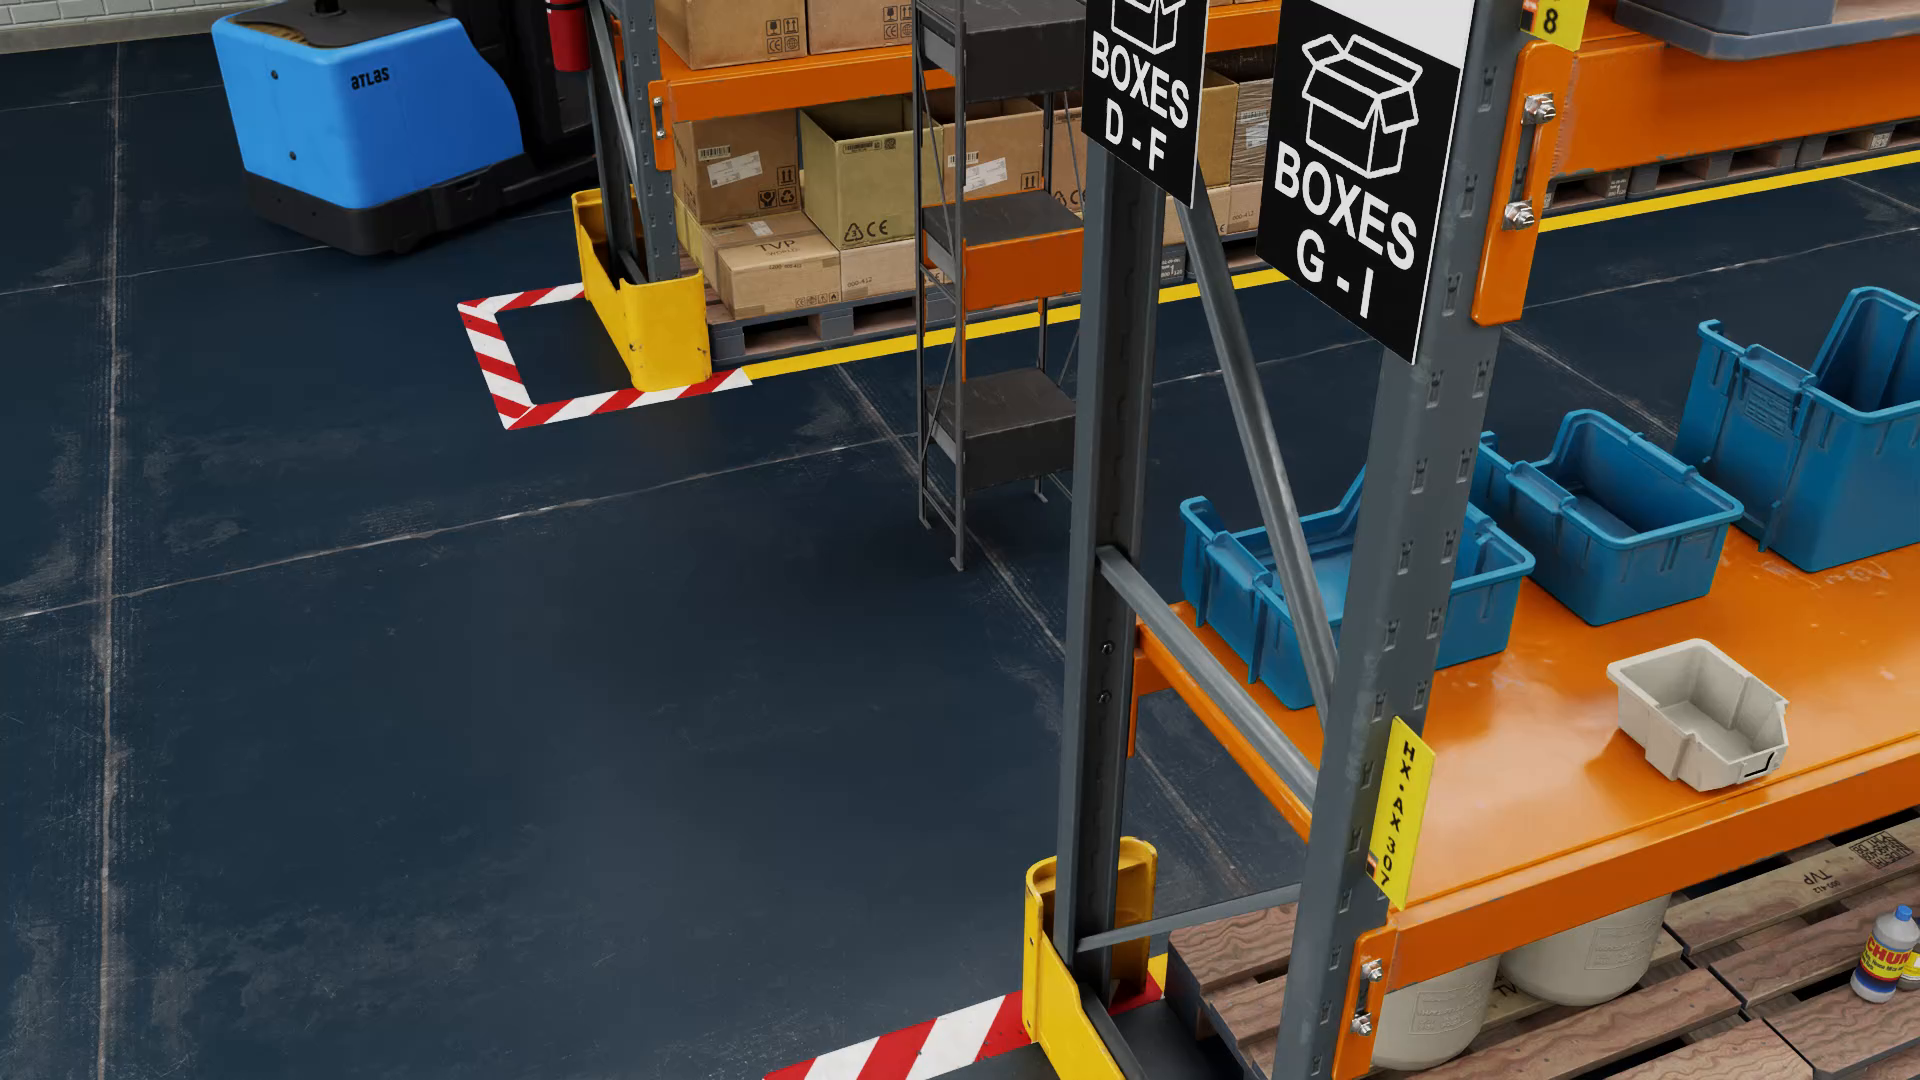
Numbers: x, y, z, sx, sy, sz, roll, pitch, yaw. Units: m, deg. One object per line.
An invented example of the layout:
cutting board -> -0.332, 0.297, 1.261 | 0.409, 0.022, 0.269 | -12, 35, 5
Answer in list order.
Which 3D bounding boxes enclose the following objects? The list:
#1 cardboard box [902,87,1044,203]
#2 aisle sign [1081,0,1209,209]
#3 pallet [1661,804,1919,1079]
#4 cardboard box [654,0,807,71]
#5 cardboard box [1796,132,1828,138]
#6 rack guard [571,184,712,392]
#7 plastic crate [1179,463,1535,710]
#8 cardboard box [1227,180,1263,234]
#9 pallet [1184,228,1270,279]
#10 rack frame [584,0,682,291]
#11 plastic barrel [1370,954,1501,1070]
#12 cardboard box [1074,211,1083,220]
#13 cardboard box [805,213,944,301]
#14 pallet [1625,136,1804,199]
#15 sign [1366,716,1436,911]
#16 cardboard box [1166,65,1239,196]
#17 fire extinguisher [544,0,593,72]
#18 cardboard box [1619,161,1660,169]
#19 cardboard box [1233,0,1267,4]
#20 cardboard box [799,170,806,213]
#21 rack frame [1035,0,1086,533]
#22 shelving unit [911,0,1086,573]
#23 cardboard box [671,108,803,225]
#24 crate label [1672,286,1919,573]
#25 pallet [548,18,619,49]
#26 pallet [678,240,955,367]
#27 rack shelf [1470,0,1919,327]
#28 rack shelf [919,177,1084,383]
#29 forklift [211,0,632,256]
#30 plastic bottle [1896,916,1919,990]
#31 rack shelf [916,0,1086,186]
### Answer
cardboard box -> 0.057, -1.782, 7.687 | 0.500, 0.500, 0.500 | -13, 35, -19
aisle sign -> 0.293, -0.957, 2.586 | 0.004, 0.787, 0.394 | -13, 35, -19
pallet -> 2.400, 0.972, 4.563 | 1.213, 0.211, 1.003 | -13, 35, -19
cardboard box -> -1.005, -2.359, 7.033 | 0.500, 0.500, 0.700 | -13, 35, -19
cardboard box -> 4.607, -2.488, 9.460 | 0.500, 0.250, 0.500 | -12, 35, -18
rack guard -> -1.462, -1.172, 7.592 | 0.348, 0.500, 1.175 | -13, 35, -19
plastic crate -> 0.820, 0.073, 3.523 | 0.616, 0.251, 0.499 | -13, 35, -19
cardboard box -> 1.440, -1.784, 8.378 | 0.500, 0.250, 0.500 | -13, 35, -19
pallet -> 1.499, -1.754, 8.751 | 1.213, 0.211, 1.003 | -13, 35, -19
rack frame -> -1.440, -2.225, 6.919 | 0.127, 3.000, 1.000 | -13, 35, -19
plastic barrel -> 1.051, 0.956, 3.926 | 0.421, 0.512, 0.421 | 0, 33, 0
cardboard box -> 0.524, -1.565, 8.041 | 0.500, 0.250, 0.500 | -13, 35, -19
cardboard box -> -0.400, -1.357, 7.721 | 0.500, 0.250, 0.500 | -13, 35, -19
pallet -> 4.039, -2.335, 9.645 | 1.213, 0.211, 1.003 | -13, 35, -19
sign -> 0.683, 0.429, 2.587 | 0.005, 0.325, 0.100 | -13, 35, -19
cardboard box -> 0.980, -1.992, 8.010 | 0.500, 0.500, 0.500 | -13, 35, -19
fire extinguisher -> -1.729, -2.401, 7.260 | 0.183, 0.674, 0.296 | -13, 35, -19
cardboard box -> 3.664, -2.271, 9.126 | 0.500, 0.250, 0.500 | -14, 36, -20
cardboard box -> 1.358, -2.900, 7.864 | 0.500, 0.500, 0.700 | -13, 35, -19
cardboard box -> -0.604, -1.621, 8.128 | 0.500, 0.250, 0.500 | -13, 35, -19
rack frame -> 0.378, -0.967, 5.810 | 0.015, 2.100, 0.400 | -13, 35, -19
shelving unit -> 0.153, -0.915, 5.731 | 0.503, 2.100, 0.431 | -13, 35, -19
cardboard box -> -1.061, -1.825, 7.753 | 0.500, 0.500, 0.500 | -13, 35, -19
crate label -> 2.066, -0.272, 3.886 | 0.616, 0.435, 0.502 | -13, 35, -19
pallet -> -2.528, -3.716, 11.767 | 1.213, 0.211, 1.003 | -13, 35, -19
pallet -> -0.751, -1.238, 7.960 | 1.213, 0.211, 1.003 | -13, 35, -19
rack shelf -> 2.318, -1.111, 3.116 | 4.000, 0.370, 1.077 | -13, 35, -19
rack shelf -> 0.153, -0.904, 5.738 | 0.480, 0.518, 0.431 | -13, 35, -19
forklift -> -2.451, -3.394, 8.778 | 1.130, 2.935, 3.031 | 23, 39, 31
plastic bottle -> 2.362, 1.008, 4.113 | 0.097, 0.201, 0.097 | 0, 33, 0
rack shelf -> 0.153, -1.490, 5.357 | 0.480, 0.518, 0.431 | -13, 35, -19
